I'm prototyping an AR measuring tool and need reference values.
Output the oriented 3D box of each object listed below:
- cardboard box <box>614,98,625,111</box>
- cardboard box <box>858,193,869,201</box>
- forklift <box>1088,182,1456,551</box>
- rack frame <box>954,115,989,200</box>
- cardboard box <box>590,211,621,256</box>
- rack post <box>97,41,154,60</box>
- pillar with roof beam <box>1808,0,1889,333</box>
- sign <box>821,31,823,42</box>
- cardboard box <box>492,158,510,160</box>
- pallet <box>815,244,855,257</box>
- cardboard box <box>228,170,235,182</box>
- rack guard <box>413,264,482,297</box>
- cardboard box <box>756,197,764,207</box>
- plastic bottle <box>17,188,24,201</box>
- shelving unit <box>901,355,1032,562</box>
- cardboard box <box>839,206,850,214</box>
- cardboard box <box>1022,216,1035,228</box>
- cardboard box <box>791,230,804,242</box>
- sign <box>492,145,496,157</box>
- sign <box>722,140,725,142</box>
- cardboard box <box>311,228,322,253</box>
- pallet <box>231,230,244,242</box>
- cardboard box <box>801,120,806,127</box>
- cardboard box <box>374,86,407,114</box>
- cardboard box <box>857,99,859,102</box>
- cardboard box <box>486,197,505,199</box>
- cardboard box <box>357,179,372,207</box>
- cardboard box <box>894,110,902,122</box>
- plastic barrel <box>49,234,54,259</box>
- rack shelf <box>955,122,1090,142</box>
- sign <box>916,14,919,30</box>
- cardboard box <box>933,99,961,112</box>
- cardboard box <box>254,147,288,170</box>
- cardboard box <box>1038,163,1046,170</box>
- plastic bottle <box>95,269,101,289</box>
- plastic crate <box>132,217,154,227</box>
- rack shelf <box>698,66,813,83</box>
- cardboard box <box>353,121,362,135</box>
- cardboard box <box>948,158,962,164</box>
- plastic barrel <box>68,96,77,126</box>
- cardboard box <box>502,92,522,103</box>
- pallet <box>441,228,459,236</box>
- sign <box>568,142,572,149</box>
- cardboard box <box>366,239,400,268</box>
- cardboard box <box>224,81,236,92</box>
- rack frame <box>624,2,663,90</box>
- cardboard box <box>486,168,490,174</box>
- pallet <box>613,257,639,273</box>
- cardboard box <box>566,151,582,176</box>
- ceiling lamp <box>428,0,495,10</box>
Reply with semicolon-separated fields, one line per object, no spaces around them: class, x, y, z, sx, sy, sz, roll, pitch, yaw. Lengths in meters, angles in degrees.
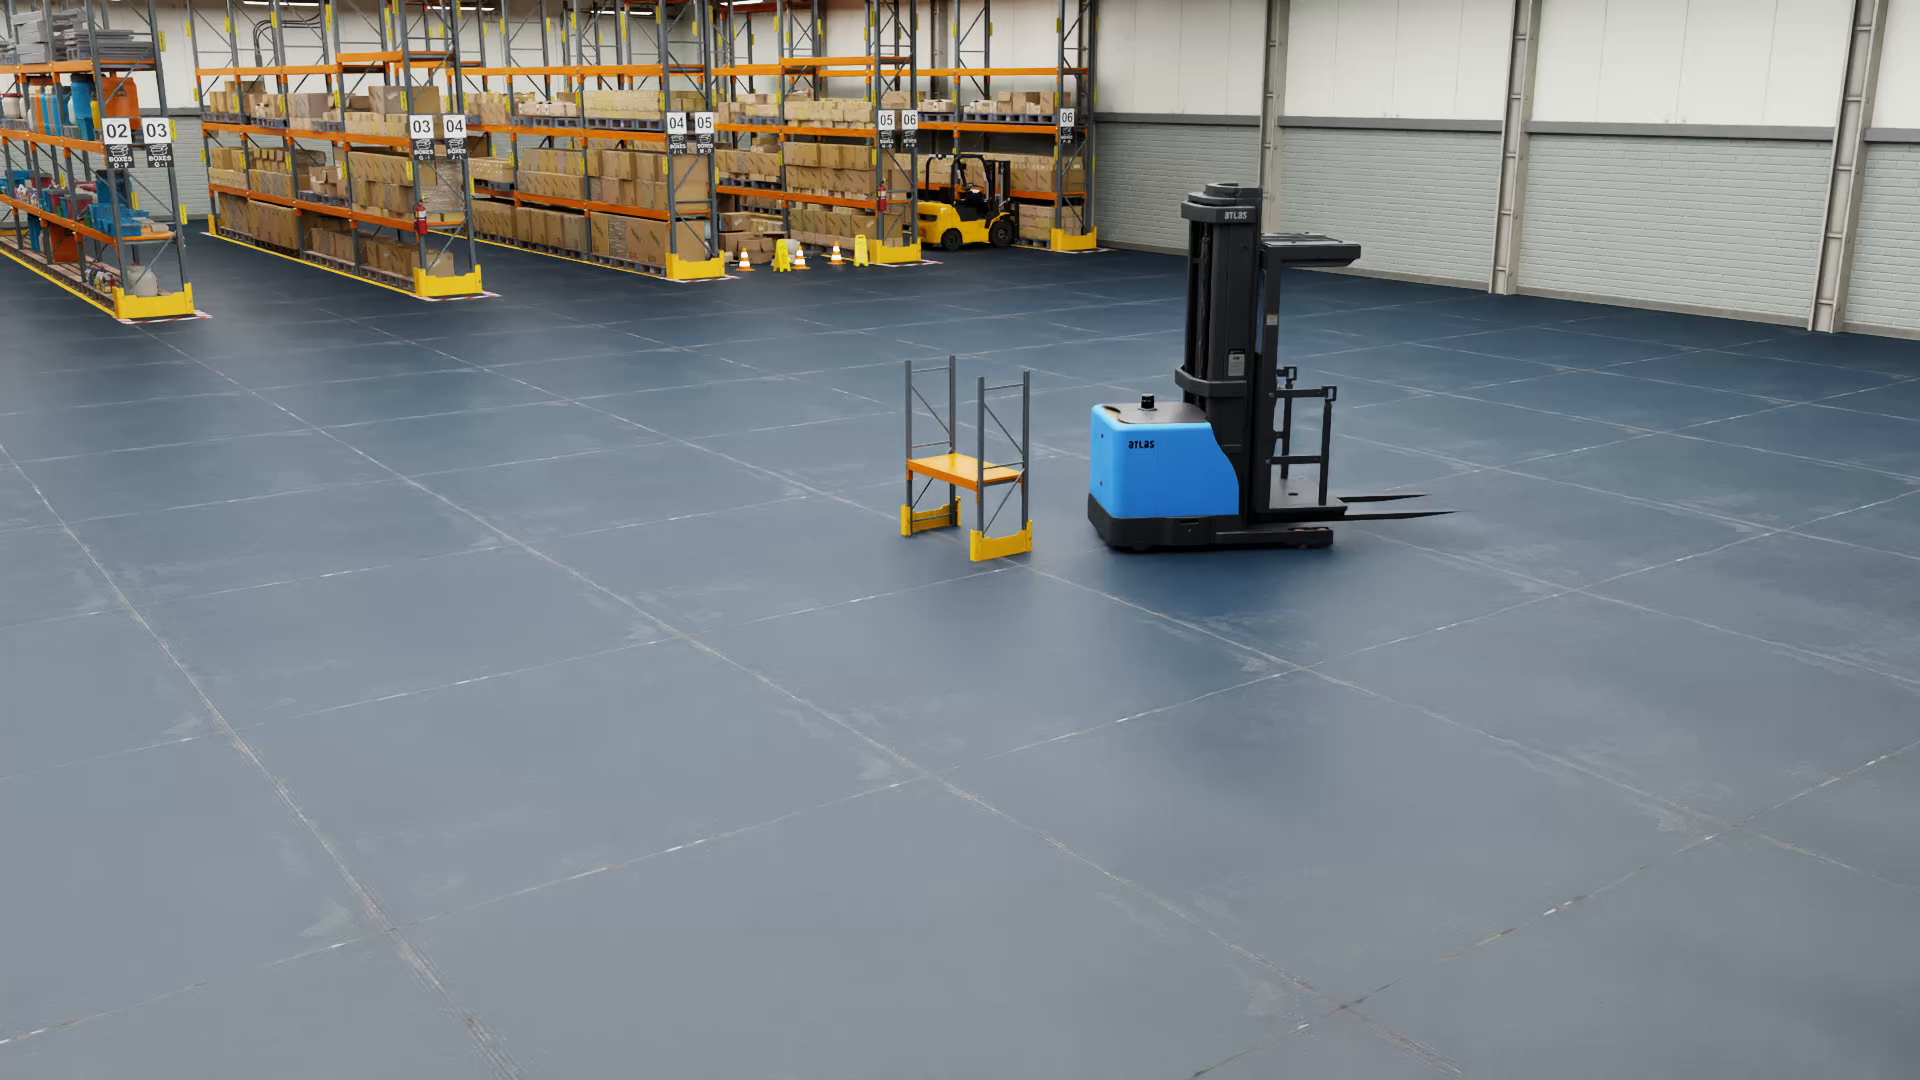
cardboard box;-6.703;-8.872;33.863;0.500;0.250;0.500;-11;19;-34
cardboard box;-1.992;-7.472;36.171;0.380;0.149;0.250;-11;19;-35
forklift;2.671;-1.476;13.915;3.031;2.935;1.130;-2;15;-7
rack frame;0.301;-9.135;41.772;1.000;3.000;0.127;-11;19;-35
cardboard box;-7.344;-6.607;35.762;0.875;0.875;0.875;-11;19;-34
rack post;-13.724;-8.037;27.340;0.937;0.300;0.954;-9;18;-29
pillar with roof beam;10.073;-6.952;22.428;9.100;9.000;0.400;-11;19;-35
sign;-3.958;-14.352;47.396;0.100;0.325;0.005;-11;19;-35
cardboard box;-11.361;-9.374;41.195;0.380;0.149;0.250;-12;19;-36
pallet;-2.567;-6.620;37.865;1.003;0.211;1.213;-11;19;-35
cardboard box;-17.511;-8.878;40.552;0.500;0.250;0.500;-10;18;-33
rack guard;-9.421;-4.782;30.602;1.175;0.500;0.348;-11;19;-35
cardboard box;-5.771;-10.232;49.719;0.500;0.500;0.500;-10;18;-34
plastic bottle;-20.259;-7.469;35.920;0.152;0.276;0.135;-11;19;-35
shelving unit;0.045;-0.707;13.819;0.587;1.500;1.083;-11;19;-35
cardboard box;-2.458;-7.314;36.879;0.380;0.149;0.250;-10;18;-34
cardboard box;1.827;-7.563;39.492;0.500;0.250;0.500;-11;19;-35
cardboard box;-3.584;-7.073;38.648;0.500;0.250;0.500;-12;19;-37
sign;-11.914;-9.928;42.474;0.100;0.325;0.005;-11;19;-35
sign;-7.194;-12.031;50.712;0.100;0.325;0.005;-11;19;-35
cardboard box;-13.670;-6.547;36.215;0.700;0.500;0.500;-12;19;-37
pallet;-17.537;-7.624;41.533;1.003;0.211;1.213;-11;19;-35
cardboard box;-3.384;-9.485;37.842;0.380;0.149;0.250;-11;19;-34
cardboard box;-10.492;-8.143;30.764;0.500;0.500;0.500;-11;19;-35
cardboard box;-2.562;-11.800;44.790;0.380;0.149;0.250;-12;19;-36
cardboard box;-11.718;-8.521;42.047;0.500;0.250;0.500;-11;19;-36
cardboard box;-11.248;-6.800;32.485;0.875;0.500;0.500;-11;19;-35
cardboard box;-1.441;-9.177;35.961;0.500;0.250;0.500;-11;19;-36
plastic barrel;-18.792;-6.122;34.680;0.421;0.512;0.421;0;15;0
rack shelf;1.476;-9.808;39.910;1.077;0.370;4.000;-11;19;-35
sign;-0.921;-10.976;35.215;0.100;0.325;0.005;-11;19;-35
cardboard box;-0.322;-10.907;41.745;0.500;0.311;0.500;-12;19;-36
cardboard box;-16.050;-8.931;38.936;0.797;0.503;0.637;-11;19;-36
cardboard box;2.048;-8.723;38.846;0.380;0.149;0.250;-11;18;-34
plastic bottle;-15.235;-4.624;29.472;0.144;0.351;0.185;-11;19;-35
plastic crate;-14.575;-5.623;29.436;0.530;0.136;0.437;-11;19;-35
rack shelf;-4.888;-11.145;39.870;1.077;0.370;4.000;-11;19;-35
cardboard box;-11.356;-7.952;32.051;0.500;0.250;0.500;-11;19;-35
cardboard box;-0.080;-9.535;41.813;0.380;0.149;0.250;-10;18;-33
plastic barrel;-15.640;-7.638;29.611;0.421;0.512;0.421;0;15;0
cardboard box;-10.457;-10.339;38.846;0.396;0.266;0.258;-11;19;-35
pallet;-12.784;-8.075;43.181;1.003;0.211;1.213;-11;19;-35
sign;-11.220;-11.297;47.881;0.100;0.325;0.005;-11;19;-35
cardboard box;-11.526;-5.731;33.273;0.500;0.500;0.500;-12;19;-36
cardboard box;-17.604;-11.063;40.537;0.500;0.250;0.500;-12;19;-36
rack frame;-8.416;-12.966;44.403;1.000;3.000;0.127;-11;19;-35
cardboard box;-11.129;-8.854;39.861;0.380;0.149;0.250;-11;19;-34
pallet;-6.552;-5.794;34.845;1.003;0.211;1.213;-11;19;-35
cardboard box;-8.258;-8.319;36.707;0.700;0.500;0.500;-11;19;-35
ceiling lamp;-14.307;-16.832;47.472;2.000;3.185;0.800;-11;19;-35
